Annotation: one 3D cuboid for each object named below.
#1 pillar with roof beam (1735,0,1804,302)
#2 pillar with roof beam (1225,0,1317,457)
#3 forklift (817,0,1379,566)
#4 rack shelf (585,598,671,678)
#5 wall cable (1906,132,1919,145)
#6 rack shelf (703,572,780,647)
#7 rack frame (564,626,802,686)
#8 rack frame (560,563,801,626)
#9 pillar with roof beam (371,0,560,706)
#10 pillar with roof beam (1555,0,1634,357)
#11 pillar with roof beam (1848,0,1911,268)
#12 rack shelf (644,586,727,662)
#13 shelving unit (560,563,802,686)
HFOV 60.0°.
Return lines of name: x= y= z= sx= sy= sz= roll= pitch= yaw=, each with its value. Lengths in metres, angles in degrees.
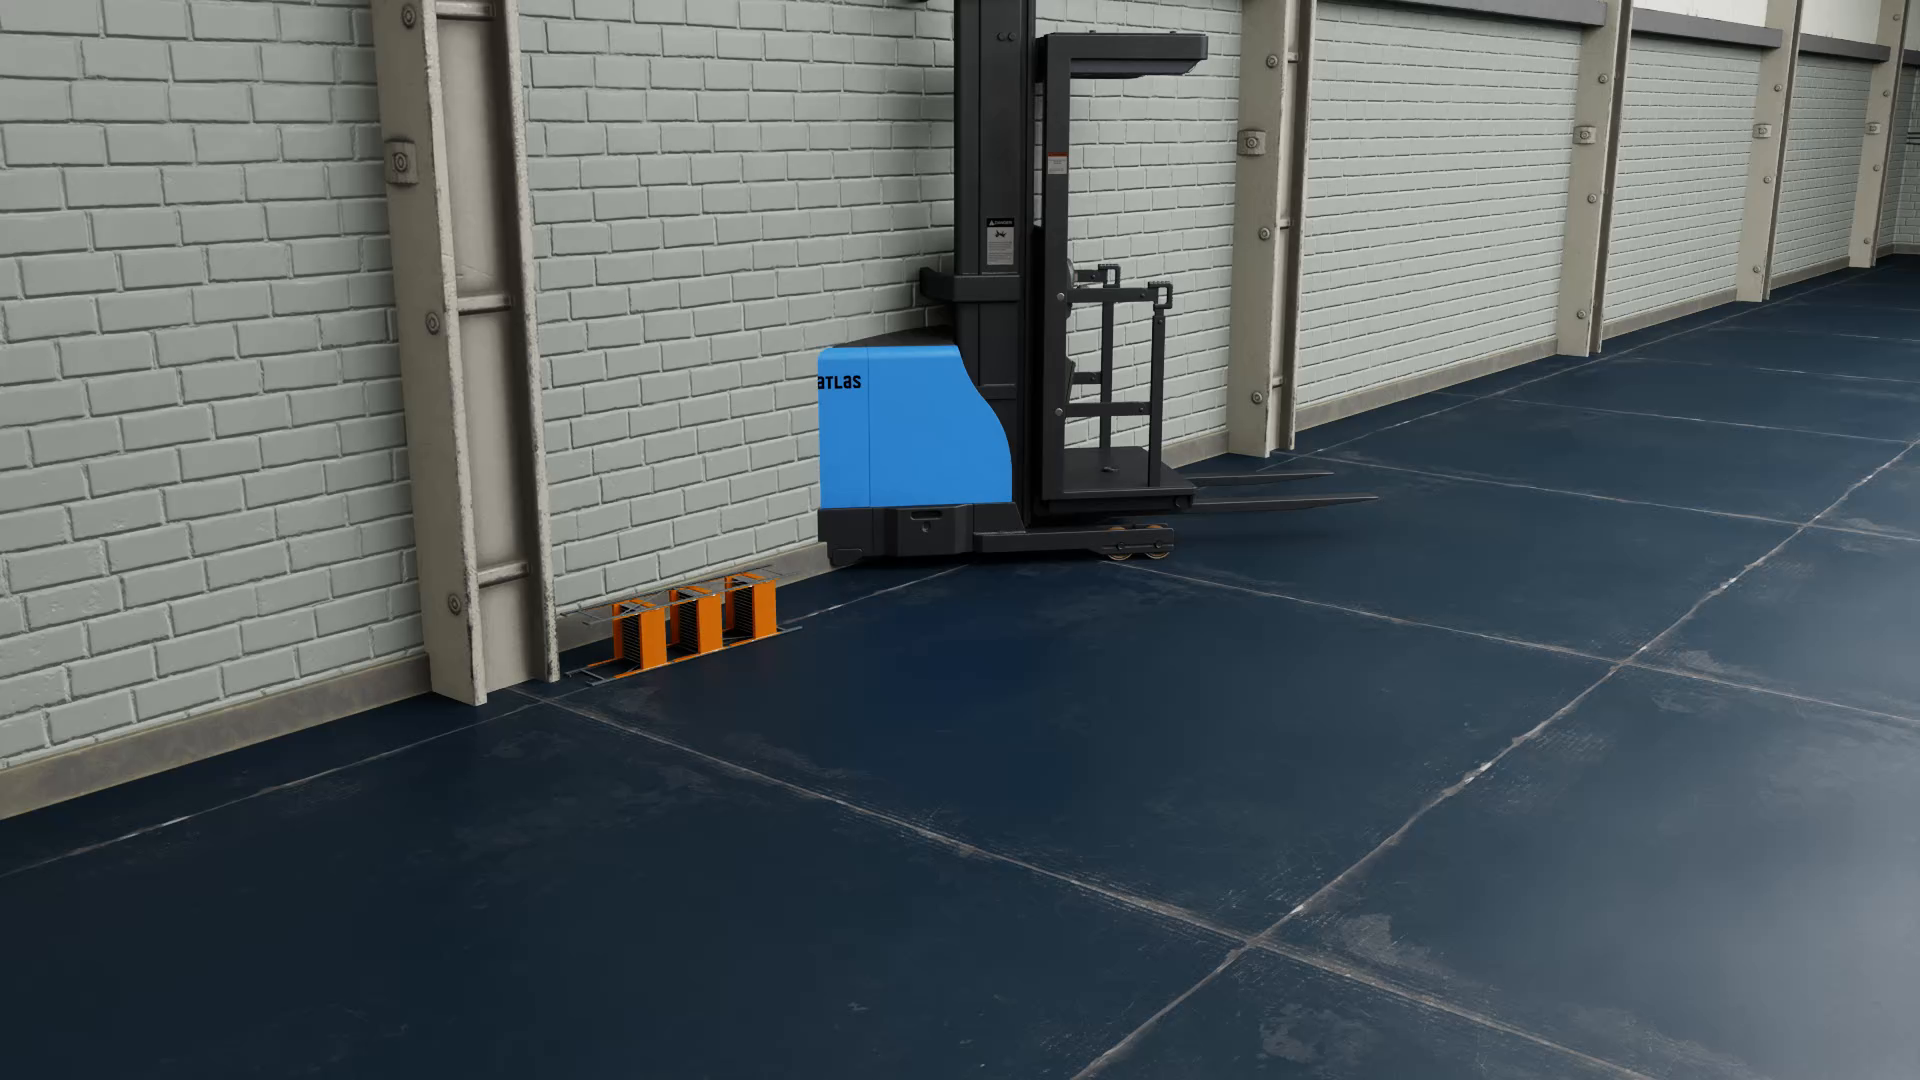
pillar with roof beam: x=12.862 y=-6.586 z=16.271 sx=9.100 sy=9.000 sz=0.400 roll=11 pitch=18 yaw=38
pillar with roof beam: x=5.320 y=-4.288 z=7.224 sx=9.100 sy=9.000 sz=0.400 roll=11 pitch=18 yaw=38
forklift: x=0.616 y=-1.445 z=8.360 sx=3.031 sy=2.935 sz=1.130 roll=-2 pitch=14 yaw=-9
rack shelf: x=-1.319 y=0.382 z=6.594 sx=0.215 sy=0.240 sz=0.259 roll=14 pitch=20 yaw=43
wall cable: x=16.164 y=-7.256 z=25.214 sx=3.097 sy=2.526 sz=0.112 roll=11 pitch=18 yaw=38
rack shelf: x=-0.924 y=0.284 z=6.981 sx=0.215 sy=0.240 sz=0.259 roll=14 pitch=20 yaw=43
rack frame: x=-1.116 y=0.450 z=6.823 sx=0.200 sy=0.008 sz=1.050 roll=14 pitch=20 yaw=43
rack frame: x=-1.116 y=0.213 z=6.763 sx=0.200 sy=0.008 sz=1.050 roll=14 pitch=20 yaw=43
pillar with roof beam: x=1.549 y=-3.139 z=2.701 sx=9.100 sy=9.000 sz=0.400 roll=11 pitch=18 yaw=38
pillar with roof beam: x=9.091 y=-5.437 z=11.748 sx=9.100 sy=9.000 sz=0.400 roll=11 pitch=18 yaw=38
pillar with roof beam: x=16.633 y=-7.735 z=20.794 sx=9.100 sy=9.000 sz=0.400 roll=11 pitch=18 yaw=38
rack shelf: x=-1.124 y=0.333 z=6.786 sx=0.215 sy=0.240 sz=0.259 roll=14 pitch=20 yaw=43
shelving unit: x=-1.116 y=0.332 z=6.793 sx=0.215 sy=0.252 sz=1.050 roll=14 pitch=20 yaw=43
